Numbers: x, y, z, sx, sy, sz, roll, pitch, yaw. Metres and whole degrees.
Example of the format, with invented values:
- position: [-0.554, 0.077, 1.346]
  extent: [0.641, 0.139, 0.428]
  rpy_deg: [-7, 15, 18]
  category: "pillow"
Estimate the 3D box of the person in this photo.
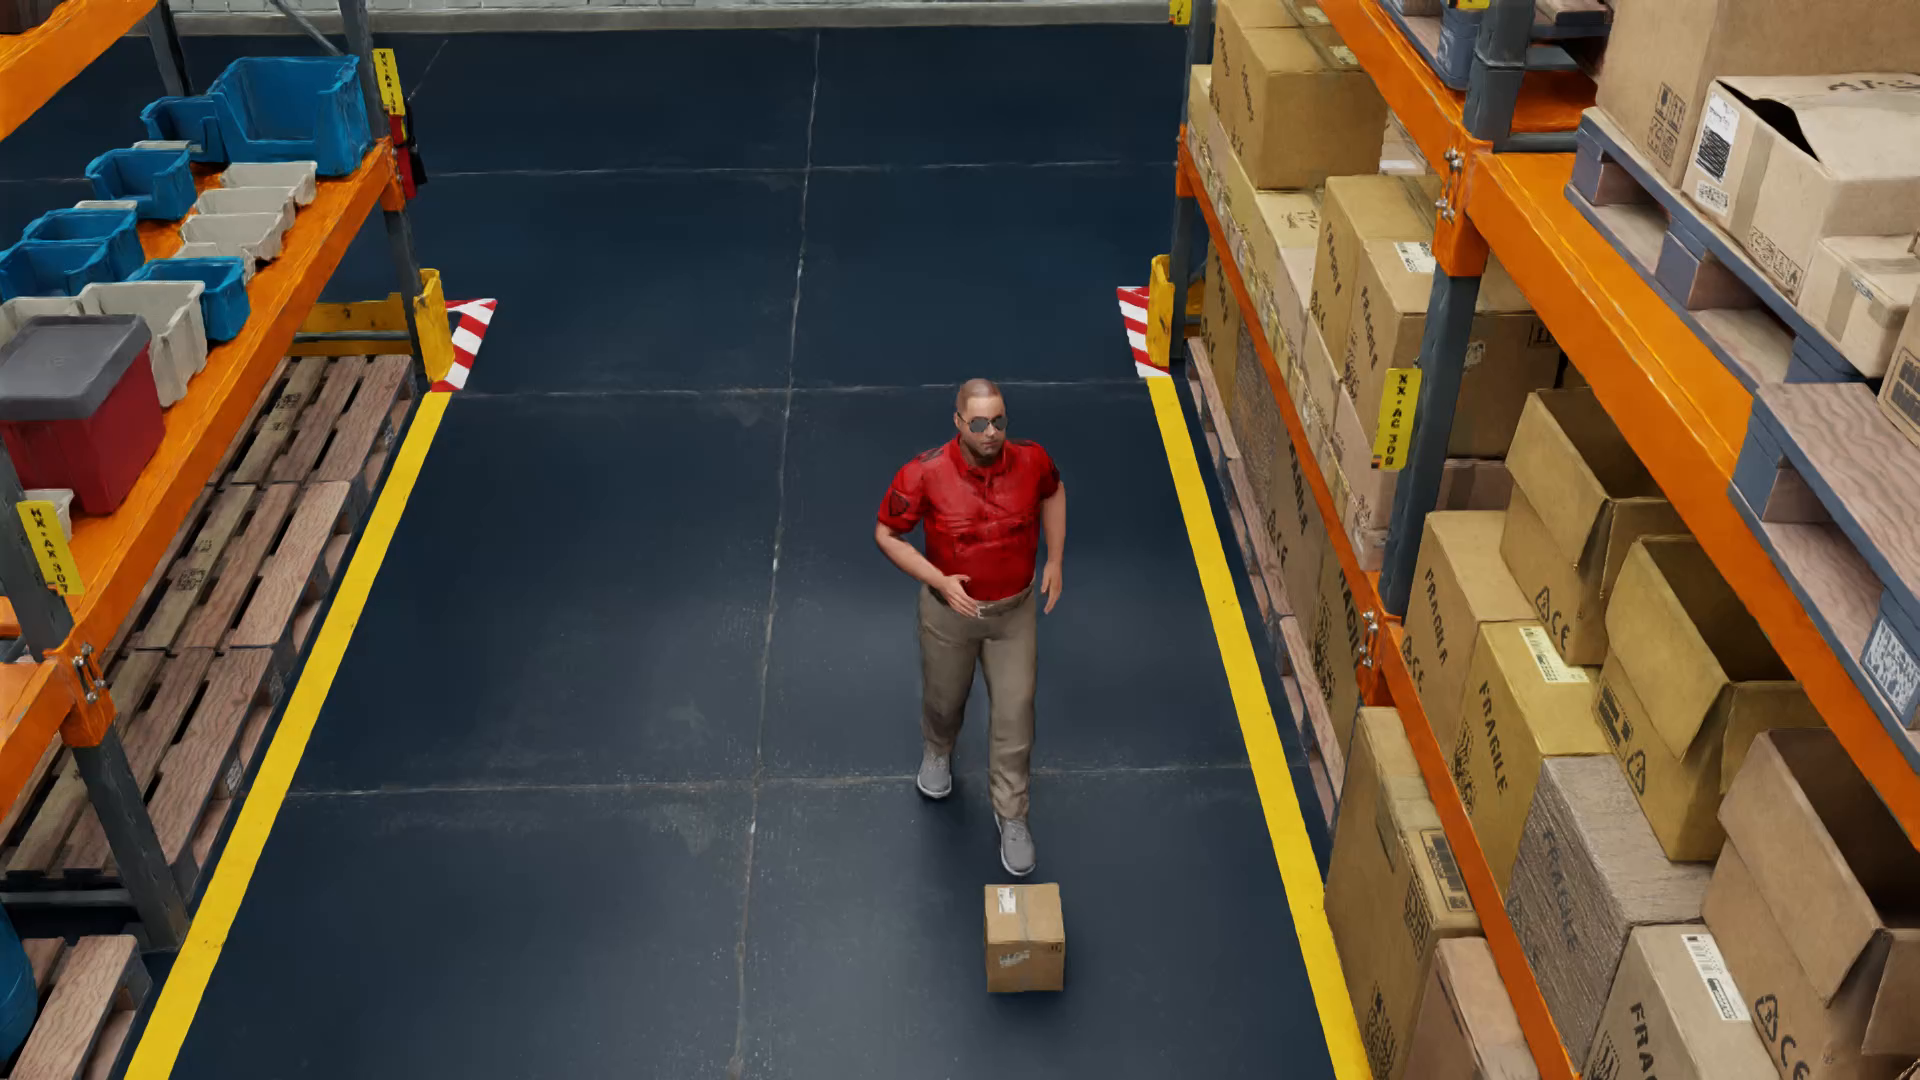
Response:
- position: [0.083, 0.302, 5.730]
  extent: [0.687, 1.726, 0.750]
  rpy_deg: [-8, 36, -11]
  category: "person"
